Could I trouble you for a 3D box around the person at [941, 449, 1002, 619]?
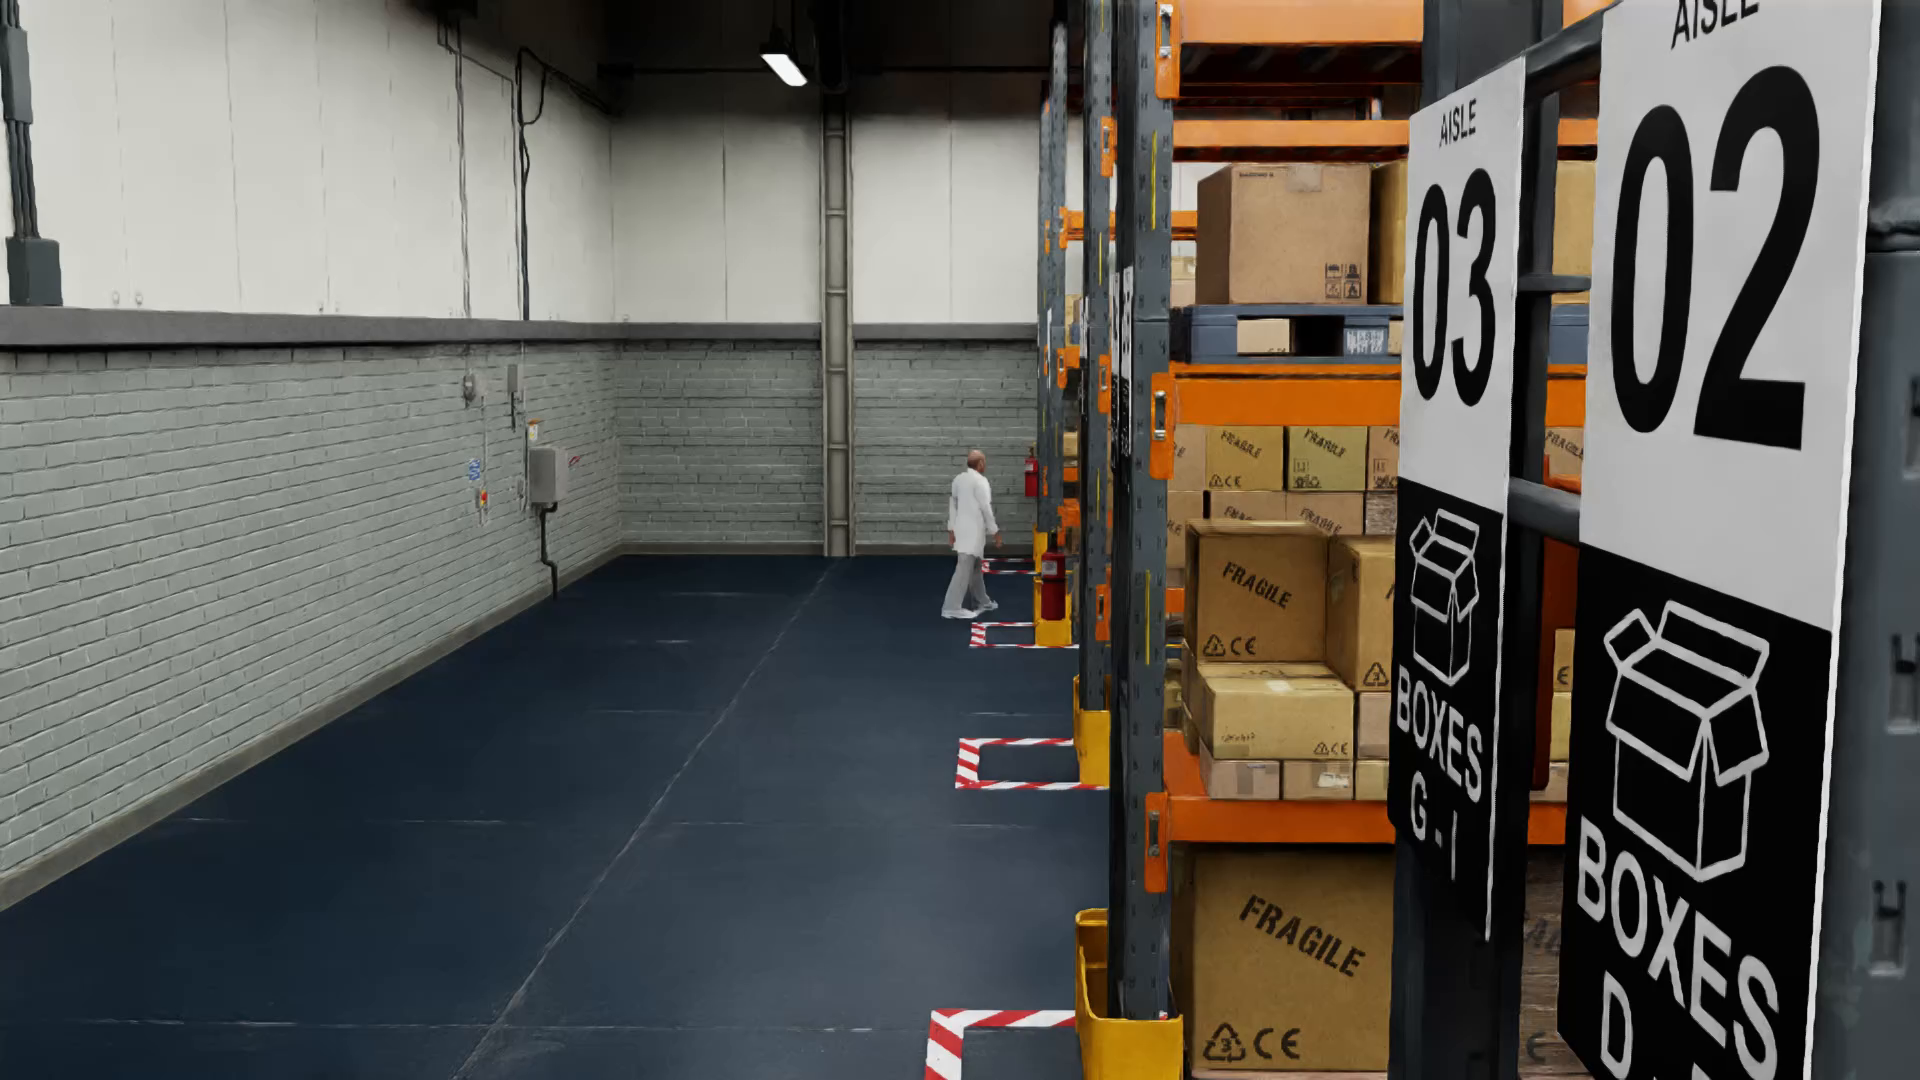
[{"bbox_3d":[0.139,-0.071,17.456,0.848,1.758,0.653,-4,8,-27],"label":"person"}]
